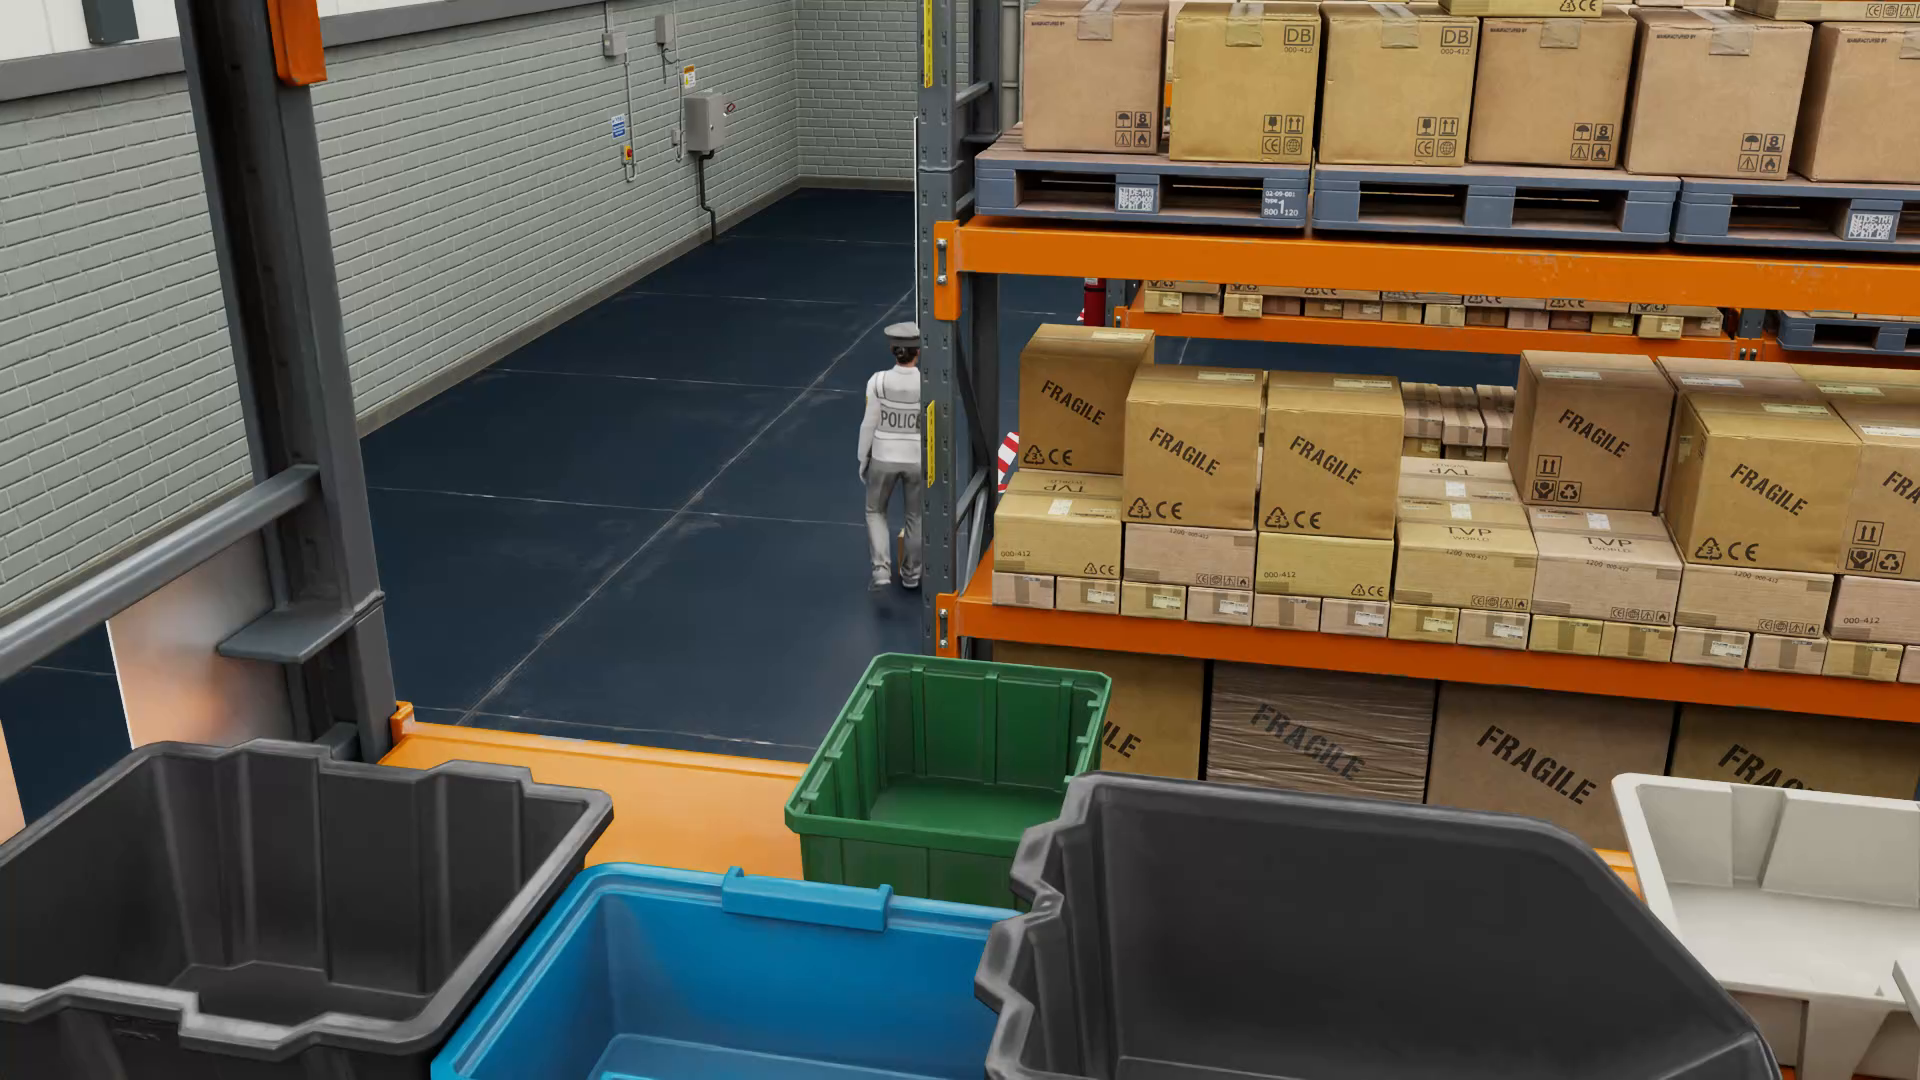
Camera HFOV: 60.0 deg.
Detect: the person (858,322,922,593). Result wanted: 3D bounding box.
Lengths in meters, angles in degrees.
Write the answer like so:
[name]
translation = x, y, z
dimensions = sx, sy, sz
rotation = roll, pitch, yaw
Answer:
[person]
translation = -0.341, -0.462, 9.691
dimensions = 0.504, 1.651, 0.633
rotation = 0, 22, -1
